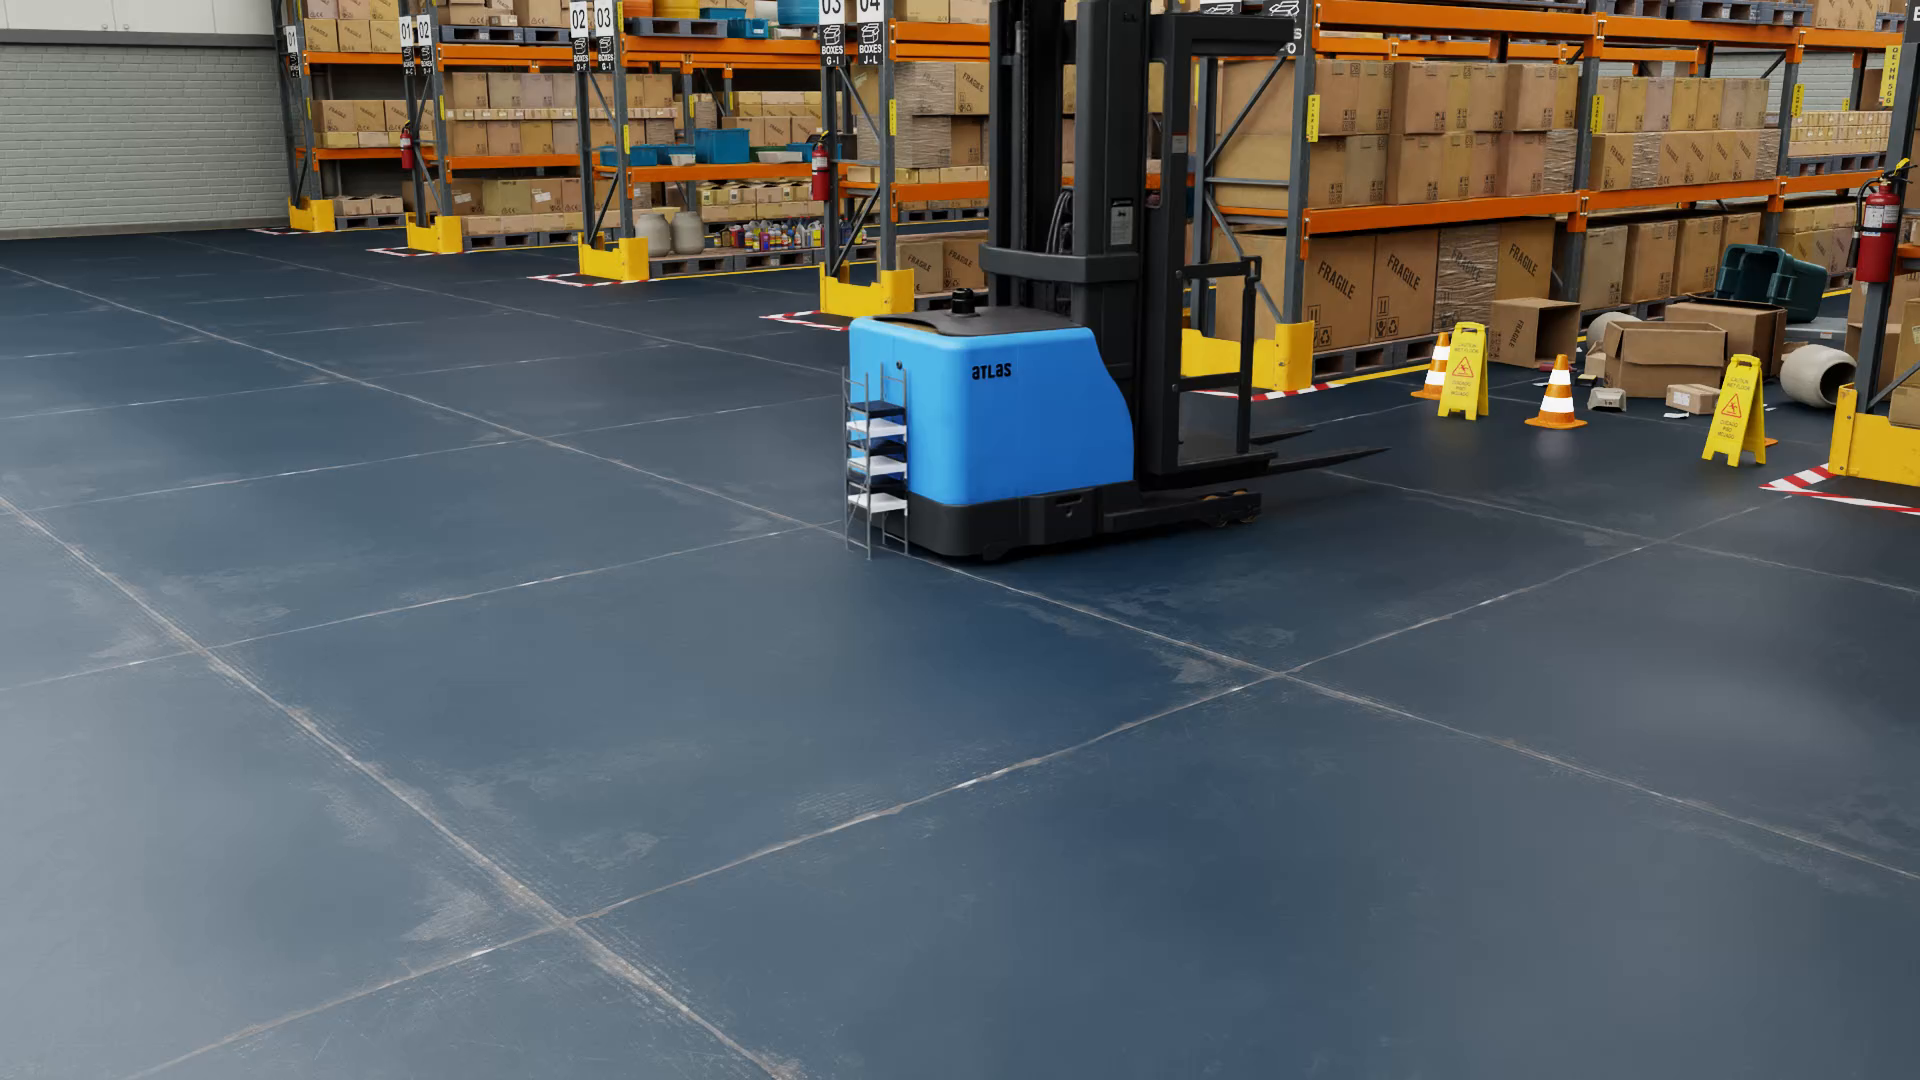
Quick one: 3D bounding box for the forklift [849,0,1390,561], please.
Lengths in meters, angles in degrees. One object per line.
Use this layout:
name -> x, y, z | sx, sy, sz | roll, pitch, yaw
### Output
forklift -> 0.958, -1.583, 8.496 | 3.031, 2.935, 1.130 | -9, 18, -31

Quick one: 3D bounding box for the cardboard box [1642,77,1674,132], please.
cardboard box -> 6.344, -4.163, 15.890 | 0.500, 0.500, 0.700 | -12, 19, -39

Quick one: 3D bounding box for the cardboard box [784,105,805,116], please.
cardboard box -> -3.401, -8.331, 32.818 | 0.500, 0.500, 0.500 | -13, 20, -40

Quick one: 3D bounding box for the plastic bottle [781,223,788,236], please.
plastic bottle -> -2.336, -4.094, 22.199 | 0.097, 0.271, 0.097 | 0, 15, 0

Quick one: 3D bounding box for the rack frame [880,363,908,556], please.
rack frame -> -0.315, -0.385, 7.949 | 0.006, 0.900, 0.240 | -9, 18, -31

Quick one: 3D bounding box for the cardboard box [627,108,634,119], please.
cardboard box -> -5.121, -6.428, 25.051 | 0.250, 0.149, 0.380 | -13, 20, -39

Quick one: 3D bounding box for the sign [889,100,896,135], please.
sign -> -0.636, -3.991, 15.700 | 0.005, 0.325, 0.100 | -13, 19, -39

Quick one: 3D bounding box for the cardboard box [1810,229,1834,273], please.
cardboard box -> 9.300, -3.202, 18.454 | 0.500, 0.500, 0.500 | -12, 19, -39

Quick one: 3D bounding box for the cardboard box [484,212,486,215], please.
cardboard box -> -6.912, -4.717, 24.611 | 0.500, 0.250, 0.500 | -13, 19, -39

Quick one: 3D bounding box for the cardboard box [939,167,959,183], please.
cardboard box -> -0.221, -3.637, 16.539 | 0.250, 0.149, 0.380 | -13, 19, -39

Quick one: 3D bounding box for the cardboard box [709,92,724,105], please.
cardboard box -> -4.540, -8.617, 32.437 | 0.500, 0.250, 0.500 | -12, 19, -38

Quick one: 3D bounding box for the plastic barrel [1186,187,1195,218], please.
plastic barrel -> 3.853, -5.655, 26.862 | 0.708, 0.901, 0.600 | -13, 19, -39

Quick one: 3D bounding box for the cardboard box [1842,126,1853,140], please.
cardboard box -> 9.689, -4.537, 18.520 | 0.250, 0.149, 0.380 | -13, 20, -40

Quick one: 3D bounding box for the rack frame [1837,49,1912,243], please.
rack frame -> 11.240, -4.728, 20.139 | 0.127, 3.000, 1.000 | -13, 19, -39

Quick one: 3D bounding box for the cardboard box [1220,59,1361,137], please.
cardboard box -> 2.493, -3.345, 12.576 | 0.550, 0.550, 0.875 | -13, 19, -39

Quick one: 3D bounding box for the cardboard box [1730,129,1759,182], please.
cardboard box -> 7.682, -3.886, 16.792 | 0.500, 0.500, 0.500 | -13, 19, -39

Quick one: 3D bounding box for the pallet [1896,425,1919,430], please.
pallet -> 6.206, -0.545, 9.882 | 1.213, 0.211, 1.003 | -13, 19, -39

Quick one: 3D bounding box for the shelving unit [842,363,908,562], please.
shelving unit -> -0.401, -0.371, 7.896 | 0.210, 0.900, 0.258 | -9, 18, -31

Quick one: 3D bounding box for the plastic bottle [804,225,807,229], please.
plastic bottle -> -1.998, -3.983, 21.761 | 0.133, 0.283, 0.061 | -13, 19, -39

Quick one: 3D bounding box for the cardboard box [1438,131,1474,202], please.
cardboard box -> 3.716, -3.105, 13.772 | 0.500, 0.550, 0.875 | -13, 19, -39

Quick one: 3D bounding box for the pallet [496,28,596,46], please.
pallet -> -6.021, -7.336, 24.261 | 1.213, 0.211, 1.003 | -13, 19, -39

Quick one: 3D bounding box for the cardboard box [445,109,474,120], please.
cardboard box -> -7.055, -5.993, 23.425 | 0.250, 0.149, 0.380 | -13, 20, -40

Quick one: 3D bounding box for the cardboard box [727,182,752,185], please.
cardboard box -> -3.591, -5.728, 27.310 | 0.500, 0.311, 0.500 | -13, 20, -40

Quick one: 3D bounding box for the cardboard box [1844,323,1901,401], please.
cardboard box -> 6.829, -1.303, 12.156 | 0.500, 0.500, 0.500 | 0, 15, -1

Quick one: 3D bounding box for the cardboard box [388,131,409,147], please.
cardboard box -> -9.400, -6.705, 27.791 | 0.500, 0.250, 0.500 | -13, 20, -40

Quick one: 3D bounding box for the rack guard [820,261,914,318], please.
rack guard -> -0.935, -2.483, 16.578 | 0.348, 0.500, 1.175 | -13, 19, -39

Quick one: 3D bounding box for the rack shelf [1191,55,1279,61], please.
rack shelf -> 3.300, -7.438, 25.865 | 4.000, 0.370, 1.077 | -13, 19, -39

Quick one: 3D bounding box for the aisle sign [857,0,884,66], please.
aisle sign -> -0.842, -4.865, 15.614 | 0.004, 0.787, 0.394 | -13, 19, -39

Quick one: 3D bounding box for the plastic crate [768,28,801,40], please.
plastic crate -> -2.172, -6.291, 20.688 | 0.396, 0.136, 0.243 | -13, 19, -39

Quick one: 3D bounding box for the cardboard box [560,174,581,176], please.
cardboard box -> -5.784, -5.335, 25.470 | 0.500, 0.500, 0.500 | -13, 19, -39

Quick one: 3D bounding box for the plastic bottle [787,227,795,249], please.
plastic bottle -> -2.184, -3.893, 21.444 | 0.097, 0.271, 0.097 | 0, 15, 0

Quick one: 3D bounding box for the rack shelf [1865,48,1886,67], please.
rack shelf -> 12.749, -6.169, 21.113 | 4.000, 0.370, 1.077 | -13, 19, -39

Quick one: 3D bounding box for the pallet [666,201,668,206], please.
pallet -> -6.222, -6.241, 31.207 | 1.213, 0.211, 1.003 | -13, 19, -39

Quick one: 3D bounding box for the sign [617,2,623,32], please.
sign -> -3.886, -5.988, 19.025 | 0.005, 0.325, 0.100 | -13, 19, -39

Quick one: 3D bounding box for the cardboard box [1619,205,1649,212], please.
cardboard box -> 9.961, -5.287, 25.533 | 0.875, 0.875, 0.875 | -13, 19, -39

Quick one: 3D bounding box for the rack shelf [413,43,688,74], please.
rack shelf -> -5.984, -7.048, 24.404 | 4.000, 0.370, 1.077 | -13, 19, -39

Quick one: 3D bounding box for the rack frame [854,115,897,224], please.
rack frame -> -1.457, -6.962, 28.503 | 0.127, 3.000, 1.000 | -13, 19, -39

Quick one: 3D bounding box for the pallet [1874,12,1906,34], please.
pallet -> 9.924, -5.826, 18.802 | 1.003, 0.211, 1.213 | -13, 19, -39

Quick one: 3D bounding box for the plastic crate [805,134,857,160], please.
plastic crate -> -1.705, -5.226, 22.123 | 0.504, 0.338, 0.767 | -13, 19, -39

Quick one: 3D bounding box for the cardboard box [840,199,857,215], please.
cardboard box -> -2.081, -5.612, 27.963 | 0.500, 0.250, 0.500 | -13, 20, -40

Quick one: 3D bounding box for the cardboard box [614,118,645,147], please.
cardboard box -> -5.199, -6.166, 25.328 | 0.500, 0.500, 0.700 | -13, 20, -40

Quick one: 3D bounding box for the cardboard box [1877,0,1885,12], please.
cardboard box -> 9.988, -6.194, 18.800 | 0.637, 0.503, 0.797 | -13, 20, -40

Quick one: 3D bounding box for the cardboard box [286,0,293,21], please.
cardboard box -> -10.593, -8.685, 26.970 | 0.500, 0.500, 0.500 | -12, 19, -37

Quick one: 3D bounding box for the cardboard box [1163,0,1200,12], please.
cardboard box -> 2.445, -6.118, 18.515 | 0.637, 0.503, 0.797 | -14, 20, -42

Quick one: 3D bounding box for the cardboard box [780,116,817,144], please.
cardboard box -> -2.712, -6.723, 27.414 | 0.500, 0.500, 0.500 | -14, 20, -42

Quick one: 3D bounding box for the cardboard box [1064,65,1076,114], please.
cardboard box -> 1.112, -4.731, 17.443 | 0.500, 0.500, 0.500 | -13, 19, -39

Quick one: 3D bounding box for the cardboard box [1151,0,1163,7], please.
cardboard box -> 1.970, -5.814, 17.908 | 0.250, 0.149, 0.380 | -12, 19, -38

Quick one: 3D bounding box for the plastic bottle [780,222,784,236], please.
plastic bottle -> -2.402, -4.112, 22.244 | 0.133, 0.283, 0.061 | -12, 19, -37

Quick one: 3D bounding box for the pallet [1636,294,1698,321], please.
pallet -> 6.658, -2.379, 16.747 | 1.213, 0.211, 1.003 | -13, 19, -39

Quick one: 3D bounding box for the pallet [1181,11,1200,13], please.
pallet -> 2.561, -5.798, 18.695 | 1.003, 0.211, 1.213 | -13, 19, -39

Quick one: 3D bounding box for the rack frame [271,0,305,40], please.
rack frame -> -10.747, -9.469, 26.263 | 0.127, 3.000, 1.000 | -13, 19, -39

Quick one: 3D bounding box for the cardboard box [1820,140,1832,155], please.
cardboard box -> 9.301, -4.306, 18.230 | 0.250, 0.149, 0.380 | -12, 19, -37

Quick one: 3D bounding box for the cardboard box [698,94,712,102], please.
cardboard box -> -4.952, -8.436, 31.717 | 0.380, 0.149, 0.250 | 13, 20, 40

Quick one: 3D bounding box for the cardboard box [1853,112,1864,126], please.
cardboard box -> 9.879, -4.725, 18.645 | 0.250, 0.149, 0.380 | -13, 20, -40

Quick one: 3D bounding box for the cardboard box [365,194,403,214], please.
cardboard box -> -9.736, -5.681, 28.063 | 0.500, 0.311, 0.500 | -11, 18, -35

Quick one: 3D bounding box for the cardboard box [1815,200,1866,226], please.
cardboard box -> 10.058, -3.734, 18.992 | 0.500, 0.250, 0.500 | -14, 20, -42
